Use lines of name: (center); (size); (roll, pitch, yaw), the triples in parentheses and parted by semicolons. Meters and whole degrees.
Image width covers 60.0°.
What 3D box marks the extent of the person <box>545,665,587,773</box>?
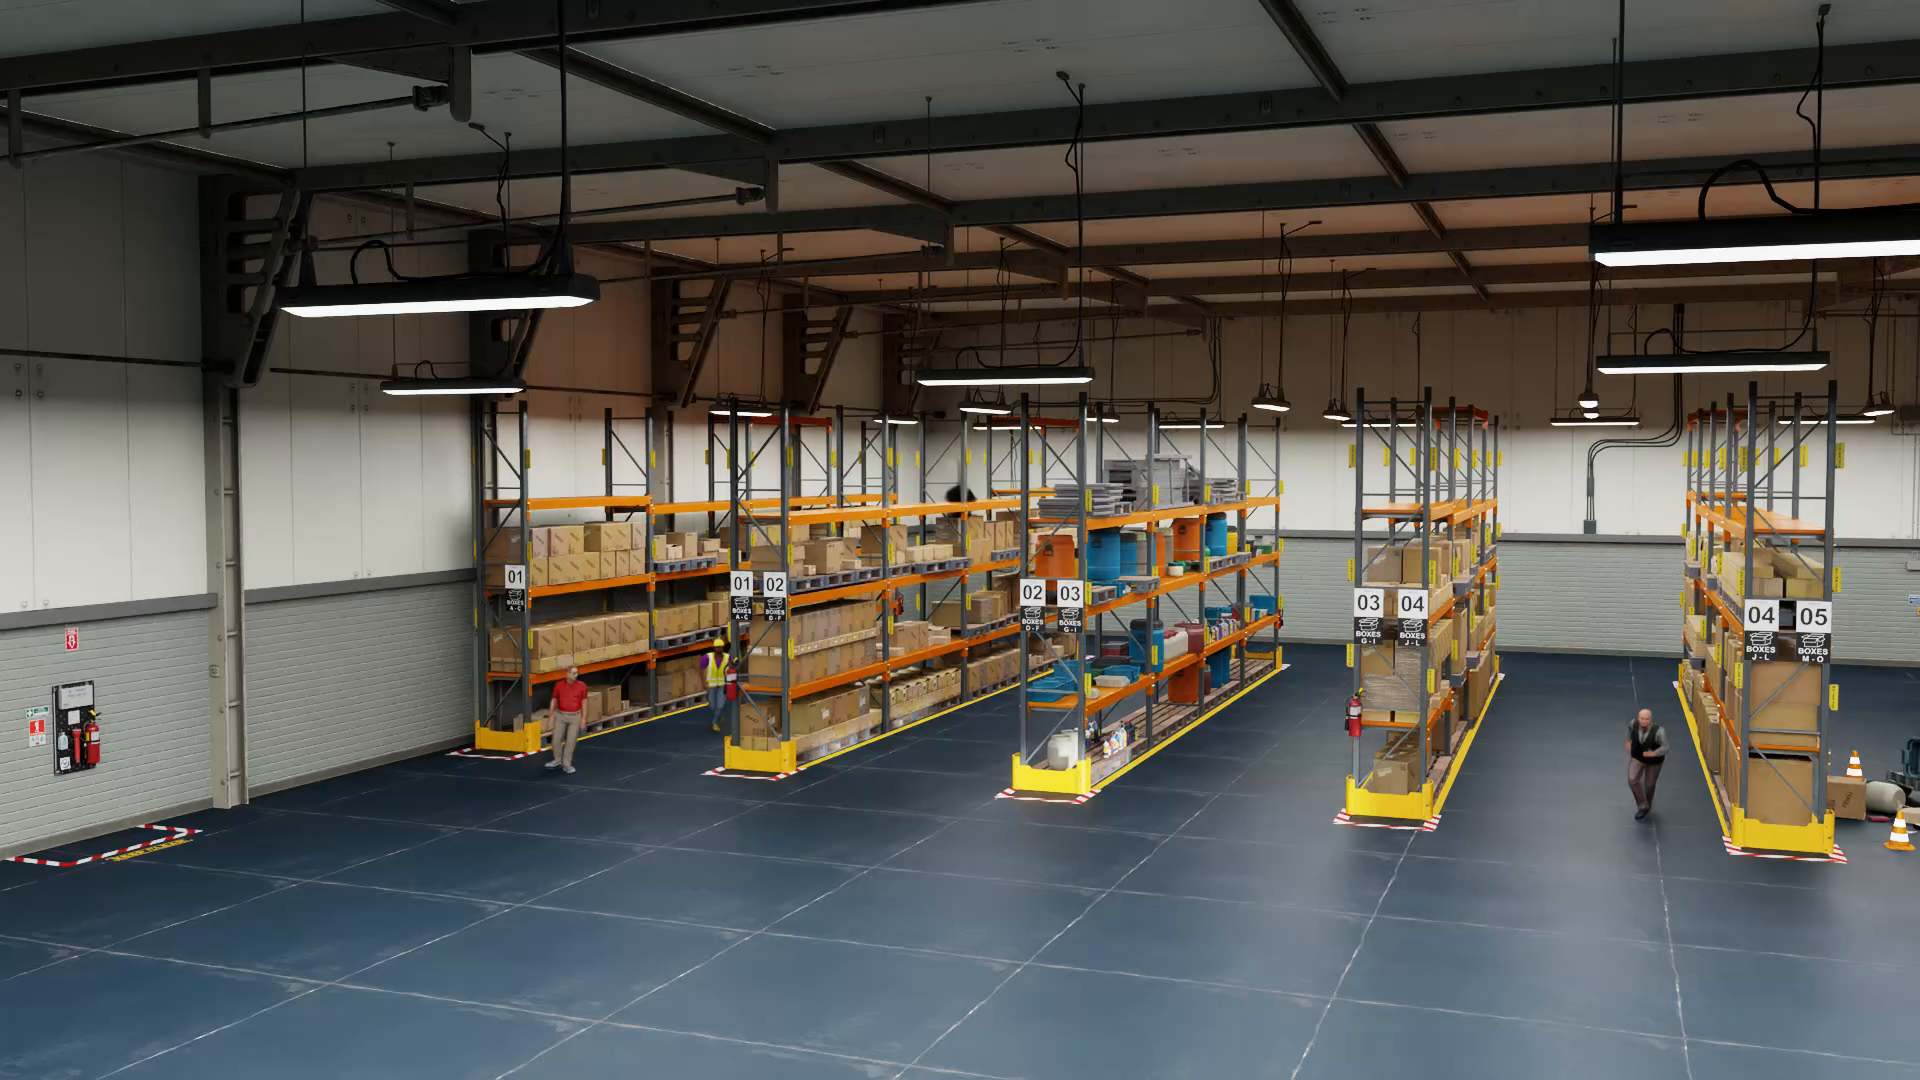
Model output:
person: (-6.293, 2.849, 26.548); (0.664, 1.714, 0.503); (-1, 3, -13)

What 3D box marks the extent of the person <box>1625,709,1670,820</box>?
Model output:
person: (9.585, 3.076, 23.170); (0.655, 1.536, 1.106); (2, 3, 33)

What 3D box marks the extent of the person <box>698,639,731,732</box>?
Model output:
person: (-4.466, 2.664, 30.660); (0.699, 1.702, 0.589); (0, 3, -5)
